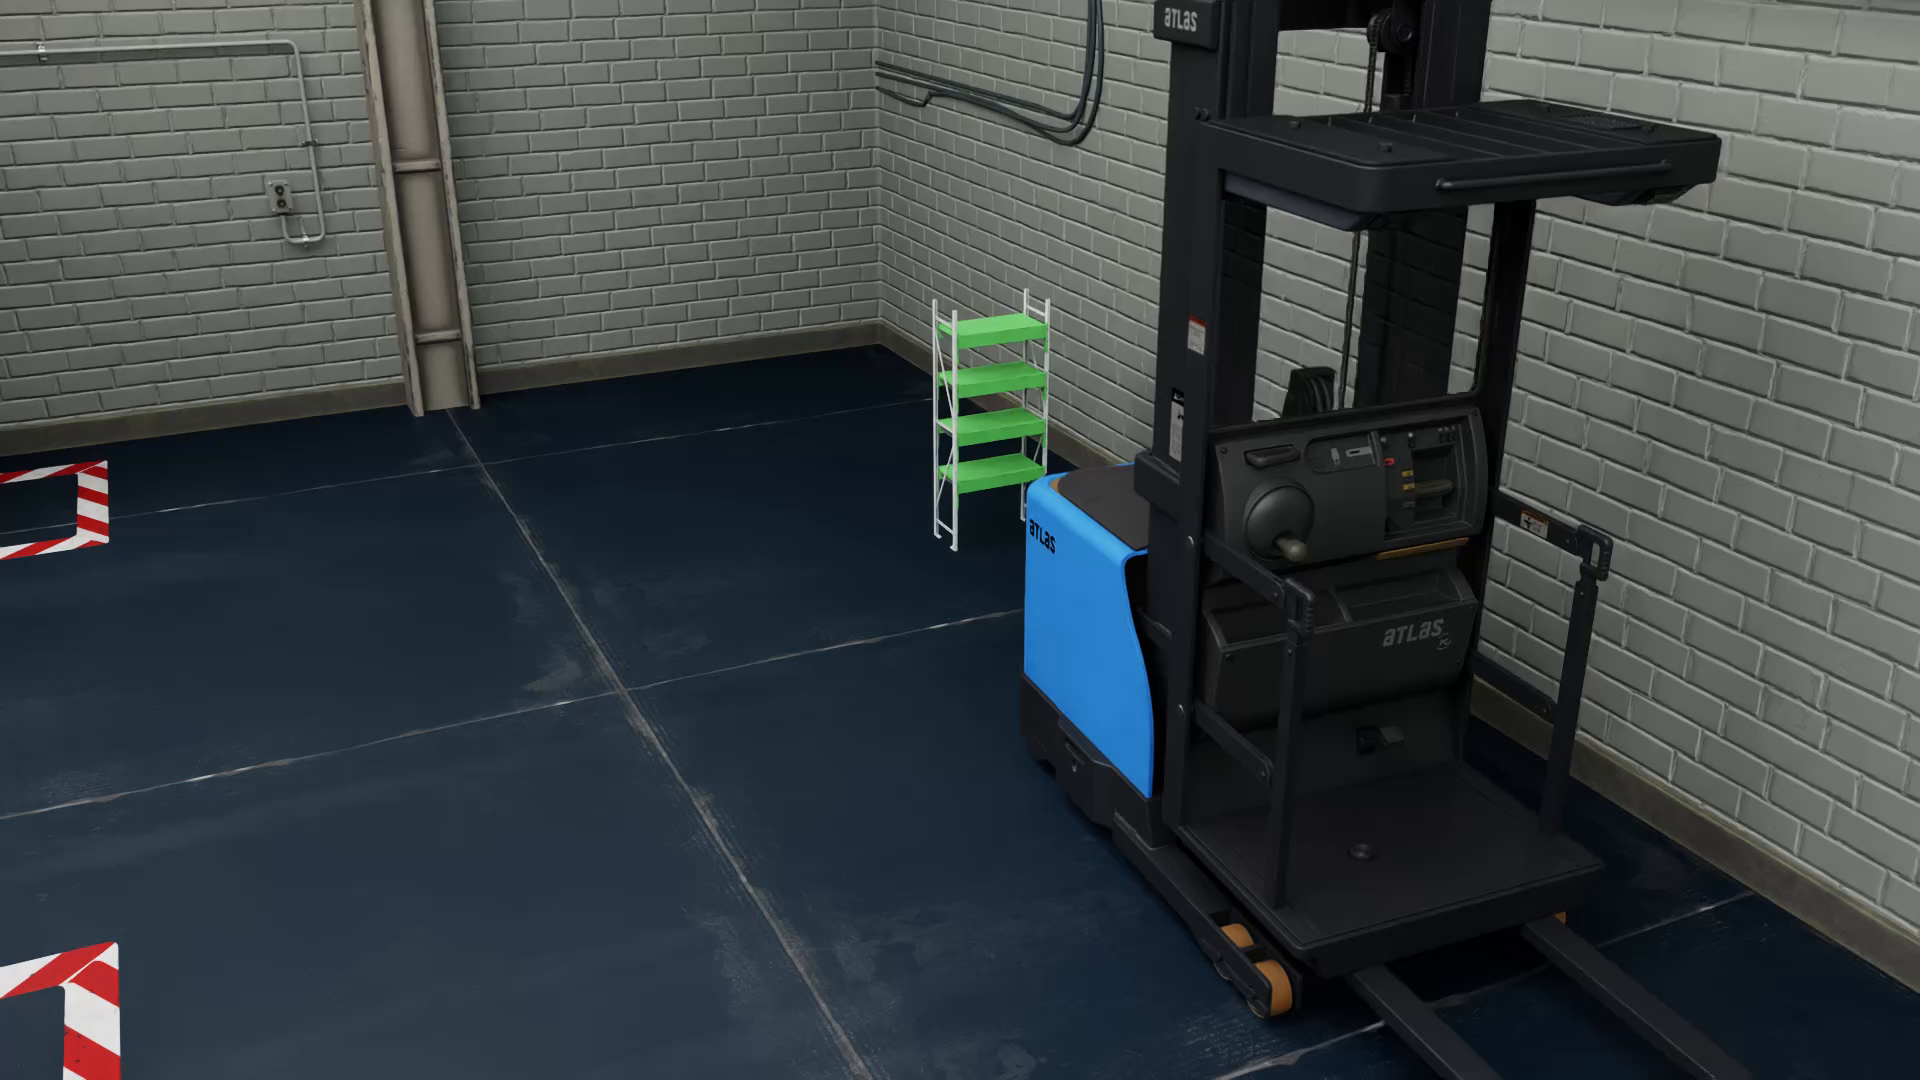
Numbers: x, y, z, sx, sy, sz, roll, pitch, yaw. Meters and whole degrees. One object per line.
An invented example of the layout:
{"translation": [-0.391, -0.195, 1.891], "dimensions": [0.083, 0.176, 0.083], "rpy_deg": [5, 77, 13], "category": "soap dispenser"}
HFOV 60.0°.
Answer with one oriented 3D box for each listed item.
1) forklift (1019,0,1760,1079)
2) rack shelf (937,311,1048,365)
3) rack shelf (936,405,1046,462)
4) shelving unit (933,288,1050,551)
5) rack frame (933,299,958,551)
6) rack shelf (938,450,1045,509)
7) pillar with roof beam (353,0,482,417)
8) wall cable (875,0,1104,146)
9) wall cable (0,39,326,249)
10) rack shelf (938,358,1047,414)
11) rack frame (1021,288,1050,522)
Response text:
{"translation": [1.255, -0.140, 4.756], "dimensions": [1.130, 2.935, 3.031], "rpy_deg": [-9, 24, -21], "category": "forklift"}
{"translation": [0.149, -0.966, 7.928], "dimensions": [0.480, 0.148, 0.258], "rpy_deg": [-10, 25, -24], "category": "rack shelf"}
{"translation": [0.149, -0.523, 8.111], "dimensions": [0.480, 0.148, 0.258], "rpy_deg": [-10, 25, -24], "category": "rack shelf"}
{"translation": [0.149, -0.582, 8.087], "dimensions": [0.503, 1.200, 0.258], "rpy_deg": [-10, 25, -24], "category": "shelving unit"}
{"translation": [-0.071, -0.541, 7.989], "dimensions": [0.015, 1.200, 0.240], "rpy_deg": [-10, 25, -24], "category": "rack frame"}
{"translation": [0.149, -0.301, 8.203], "dimensions": [0.480, 0.148, 0.258], "rpy_deg": [-10, 25, -24], "category": "rack shelf"}
{"translation": [-1.315, -3.504, 4.948], "dimensions": [0.400, 9.000, 9.100], "rpy_deg": [-10, 25, -24], "category": "pillar with roof beam"}
{"translation": [0.012, -3.622, 9.293], "dimensions": [0.112, 2.526, 3.097], "rpy_deg": [-10, 25, -24], "category": "wall cable"}
{"translation": [-4.496, -2.477, 8.984], "dimensions": [1.851, 1.984, 0.084], "rpy_deg": [-10, 25, -24], "category": "wall cable"}
{"translation": [0.149, -0.745, 8.019], "dimensions": [0.480, 0.148, 0.258], "rpy_deg": [-10, 25, -24], "category": "rack shelf"}
{"translation": [0.369, -0.622, 8.185], "dimensions": [0.015, 1.200, 0.240], "rpy_deg": [-10, 25, -24], "category": "rack frame"}
